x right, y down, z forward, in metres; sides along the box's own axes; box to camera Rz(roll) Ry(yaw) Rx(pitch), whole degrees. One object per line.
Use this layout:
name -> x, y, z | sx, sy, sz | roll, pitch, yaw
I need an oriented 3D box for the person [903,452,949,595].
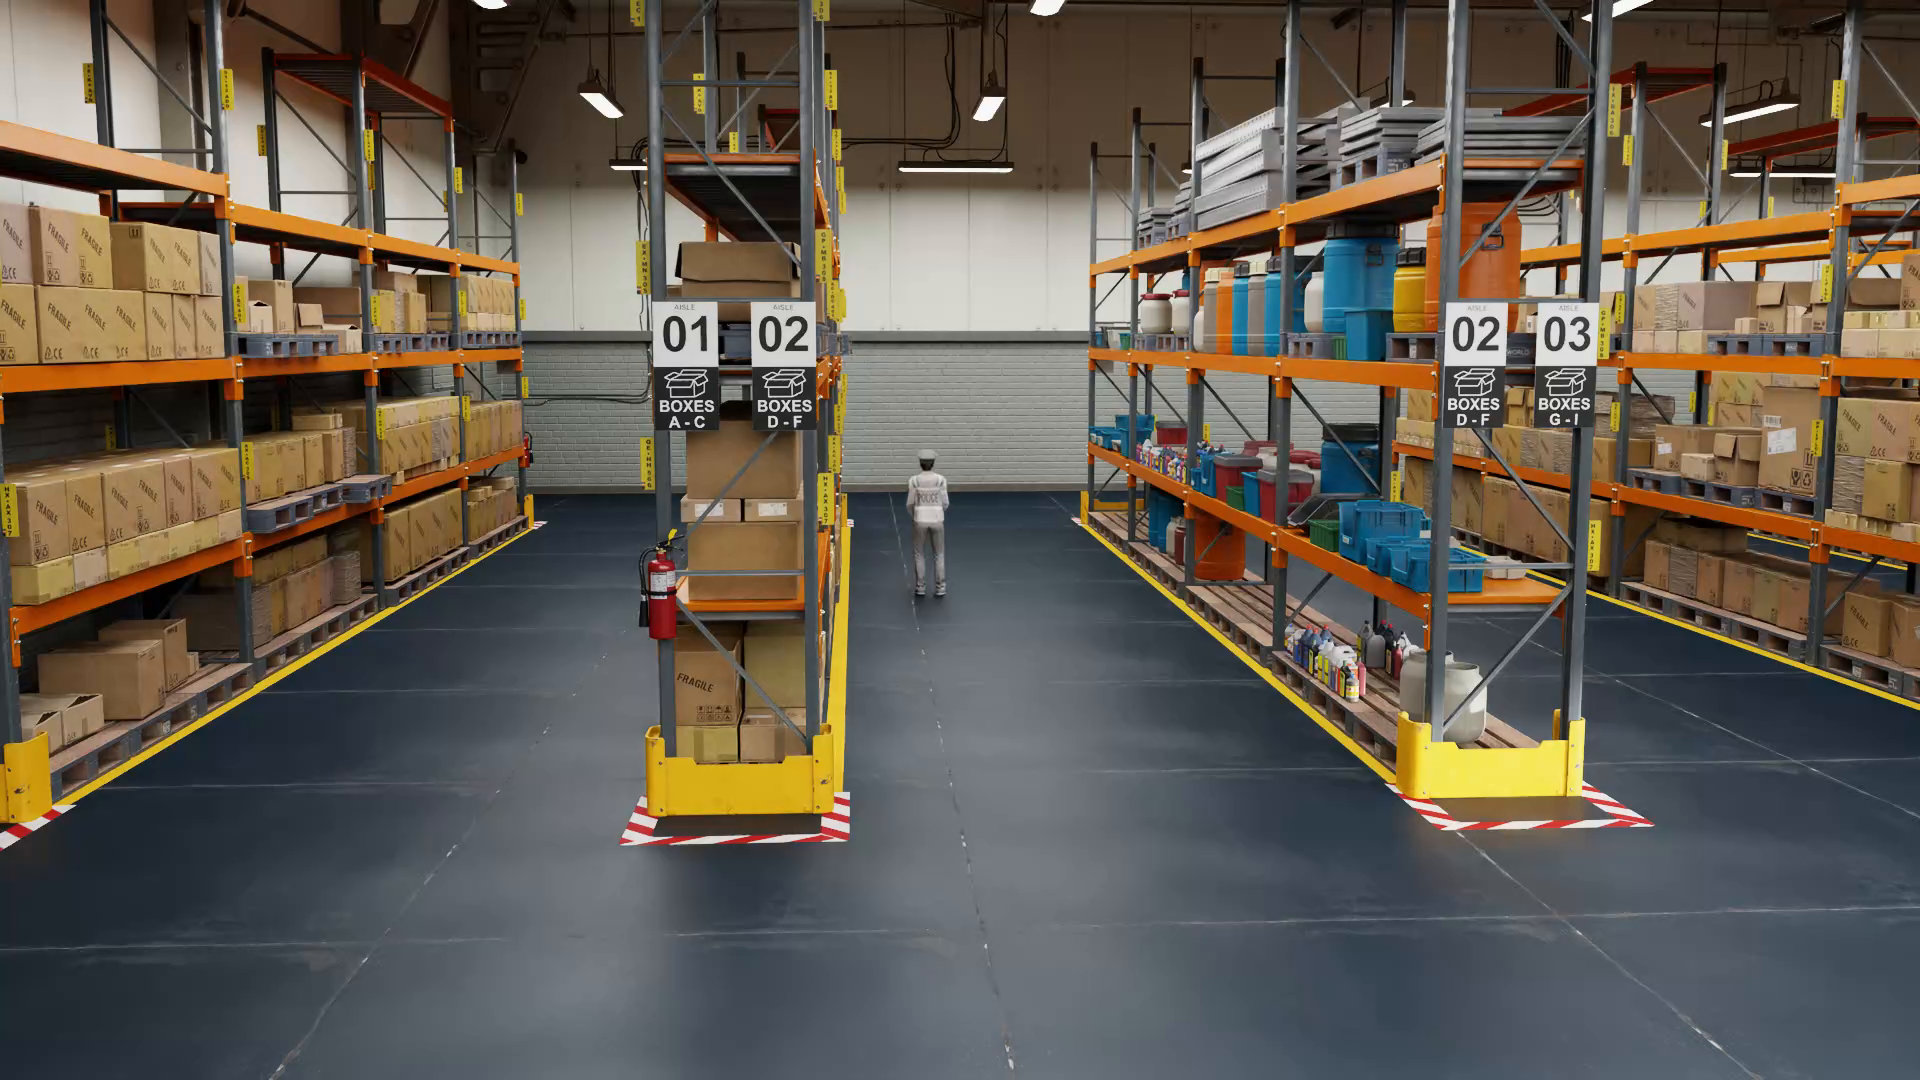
person -> -0.391, -0.185, 19.255 | 0.539, 1.661, 0.415 | -1, 7, -7
